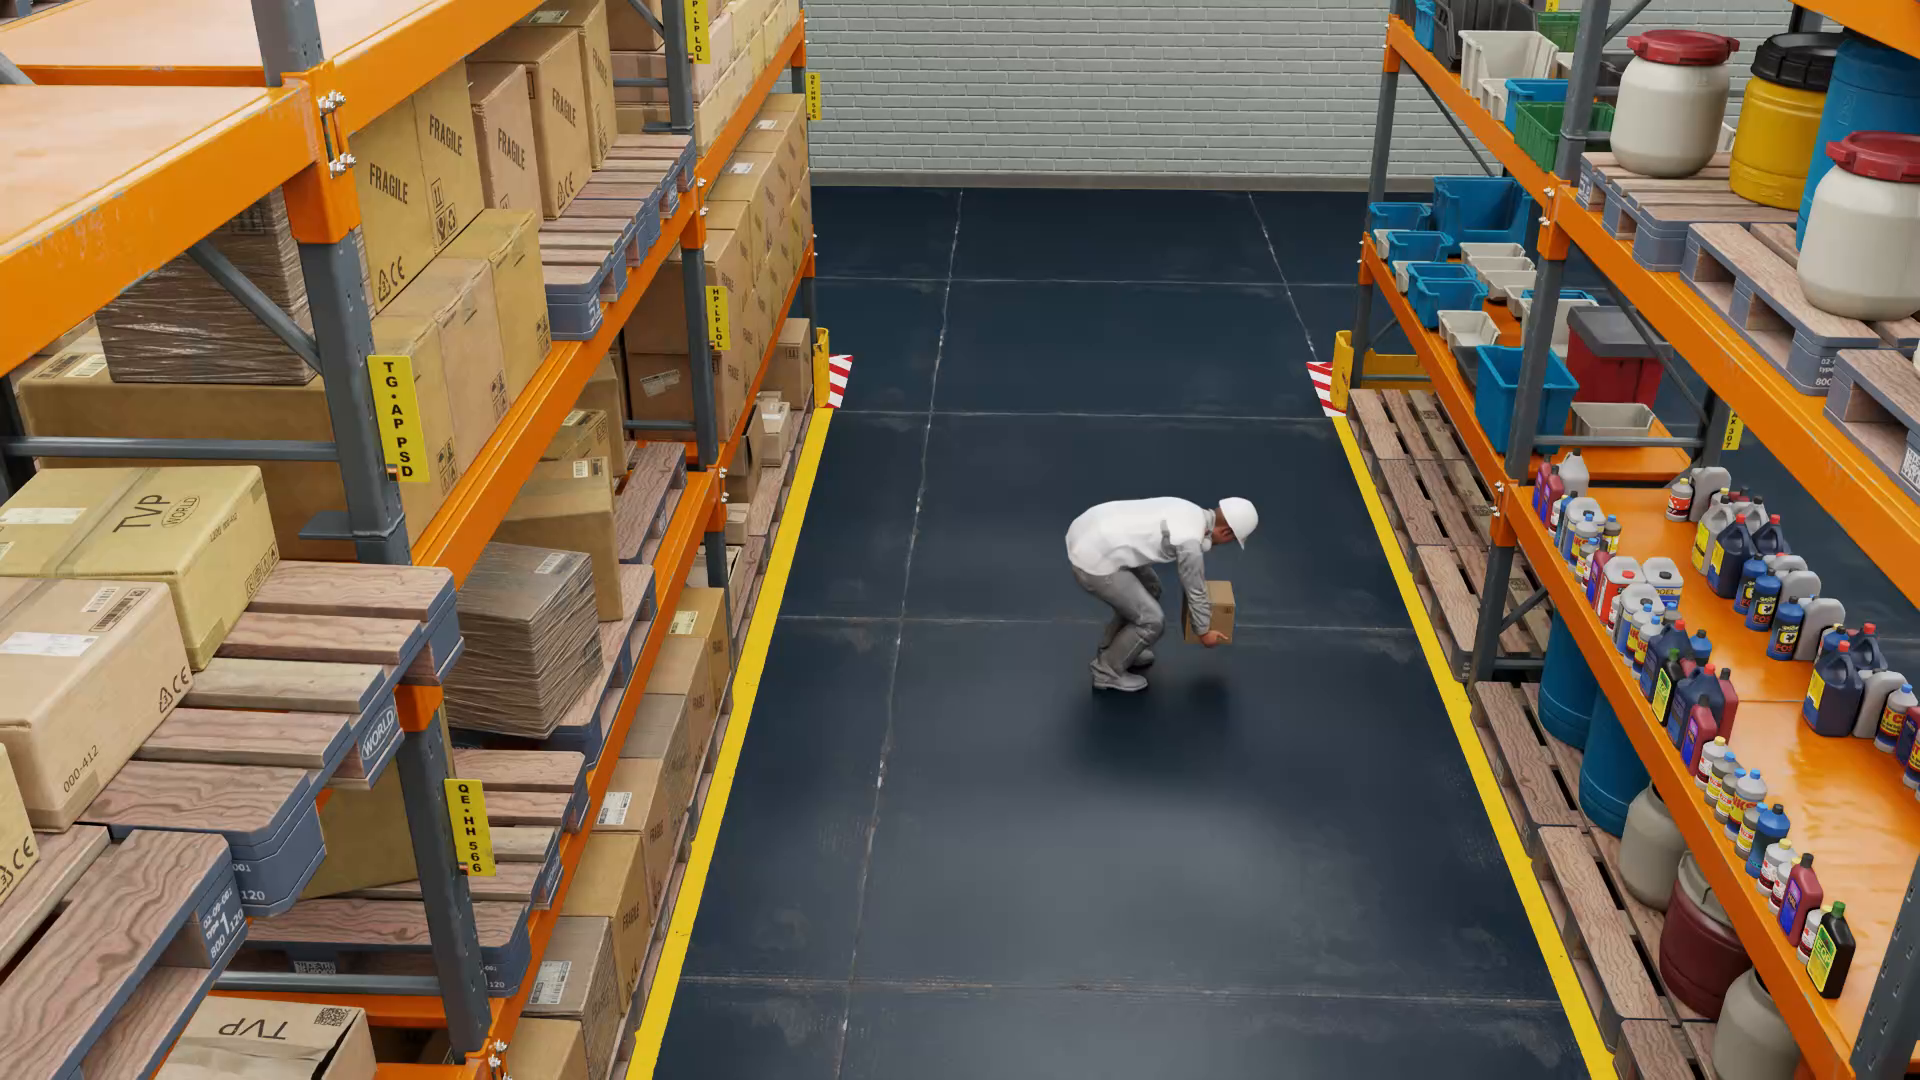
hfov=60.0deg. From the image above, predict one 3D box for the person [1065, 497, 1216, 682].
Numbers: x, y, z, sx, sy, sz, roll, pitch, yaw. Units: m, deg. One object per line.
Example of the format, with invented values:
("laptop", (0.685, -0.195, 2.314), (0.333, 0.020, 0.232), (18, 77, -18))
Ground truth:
("person", (0.945, 0.241, 8.848), (0.772, 0.989, 0.494), (0, 28, -1))
